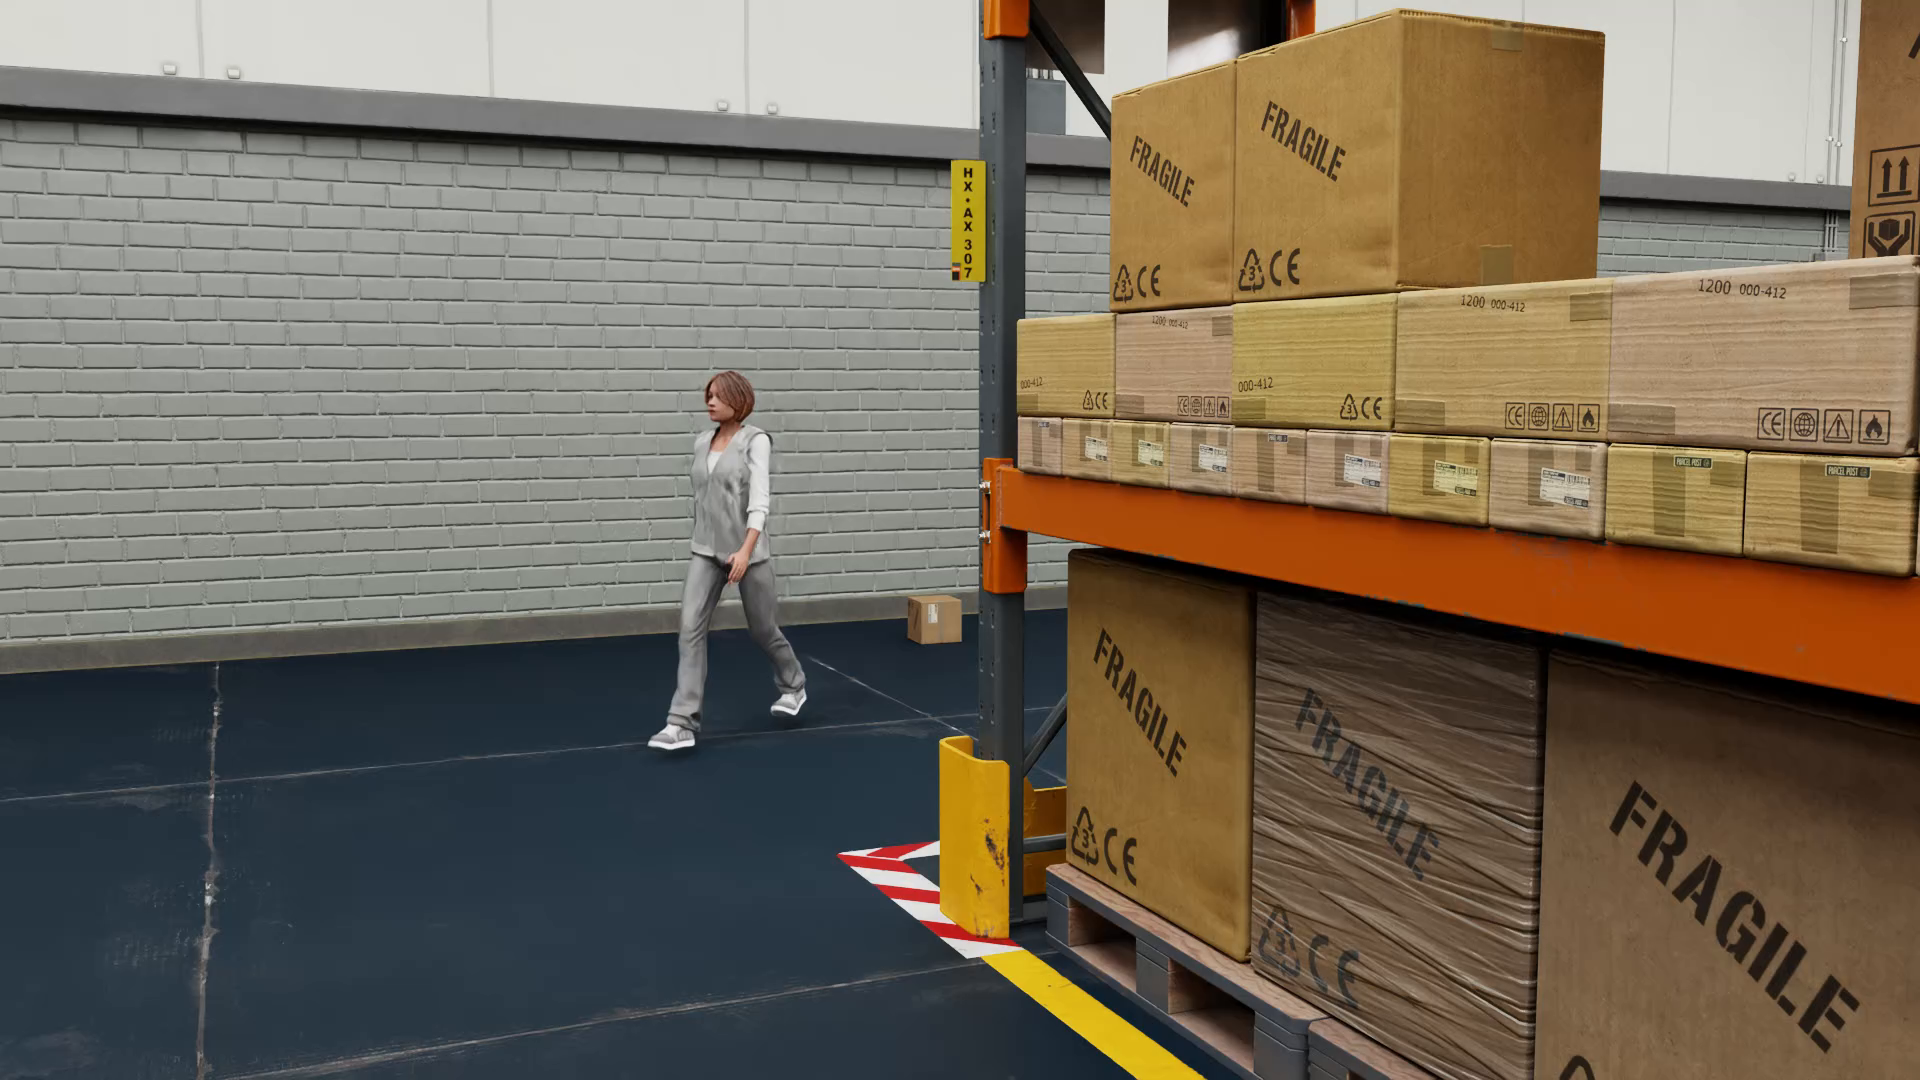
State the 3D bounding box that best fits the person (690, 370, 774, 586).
[{"bbox_3d":[-0.971,-0.238,6.915,0.414,0.923,0.465,2,6,23],"label":"person"}]
